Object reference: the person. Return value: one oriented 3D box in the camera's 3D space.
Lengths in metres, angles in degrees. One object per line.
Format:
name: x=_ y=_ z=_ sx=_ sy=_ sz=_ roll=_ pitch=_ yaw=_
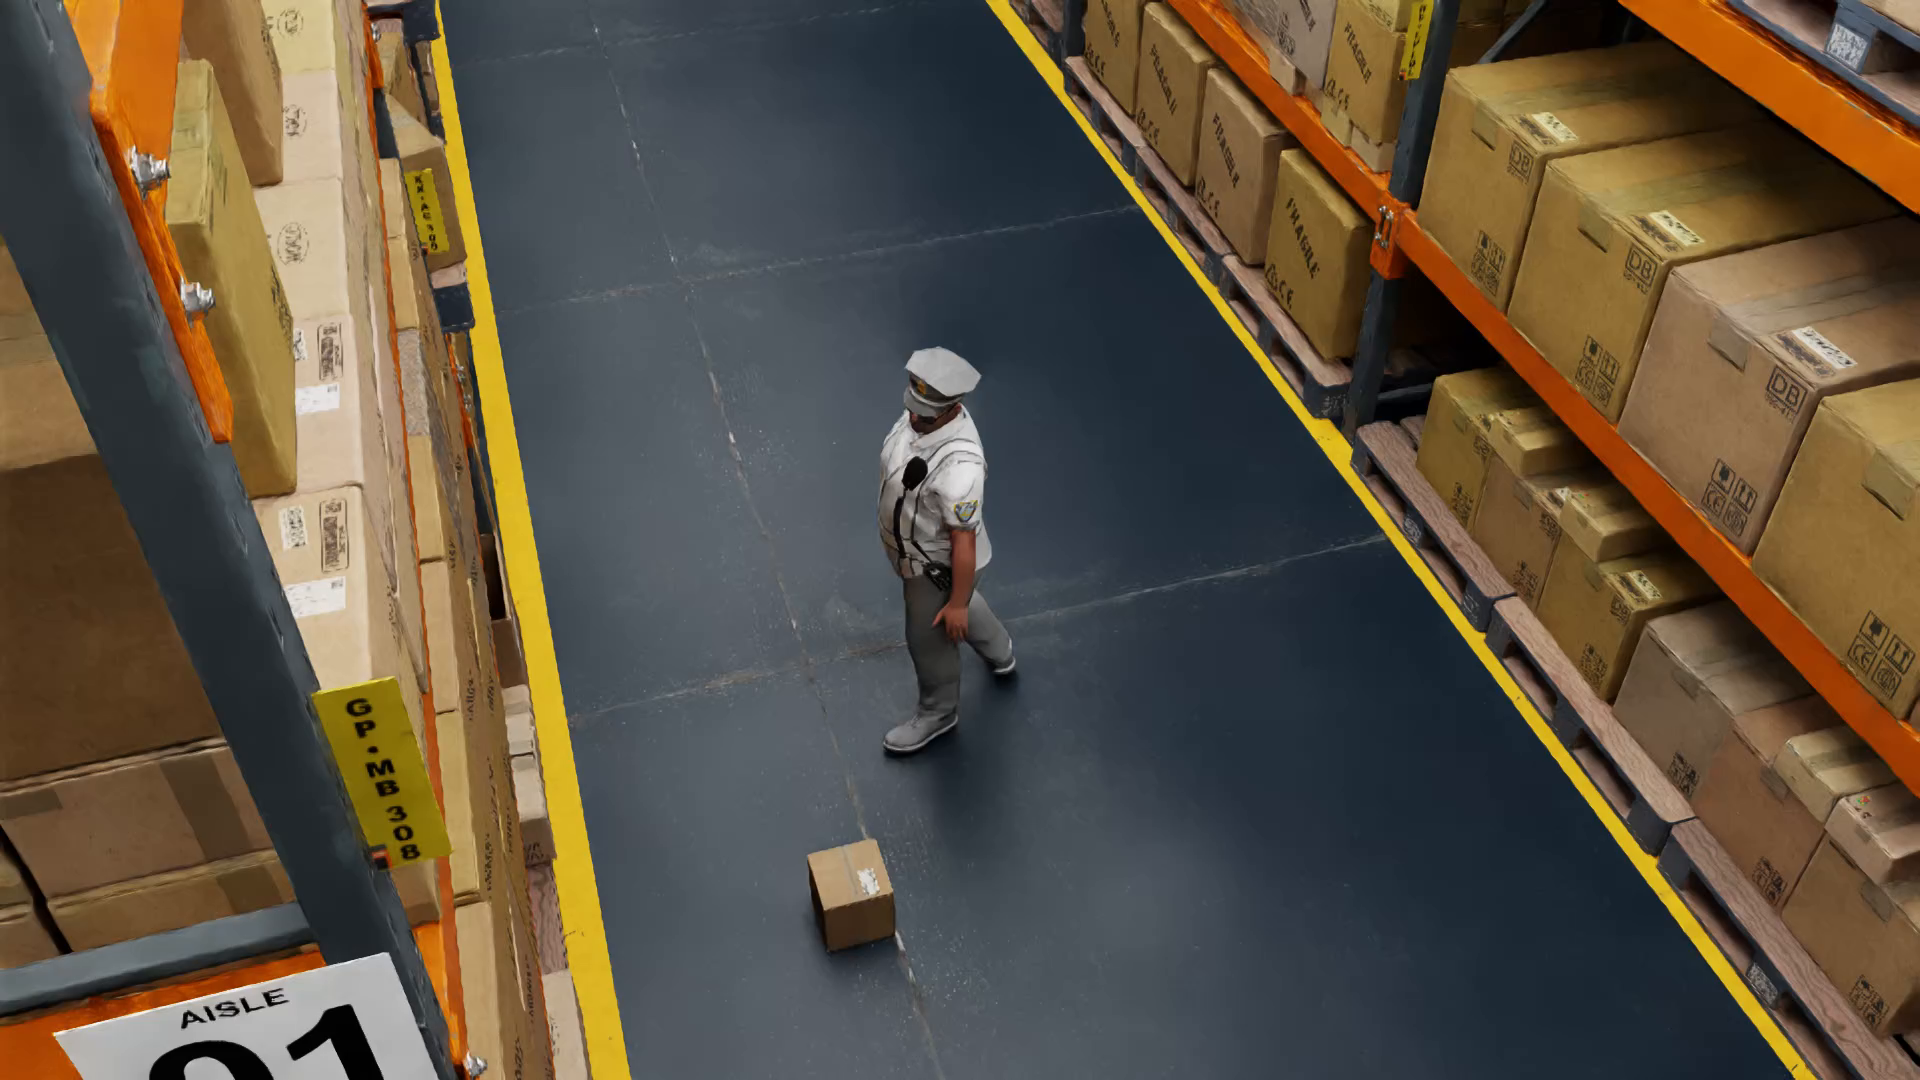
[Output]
person: x=-0.040 y=0.007 z=6.149 sx=0.607 sy=1.743 sz=0.738 roll=-7 pitch=42 yaw=-8
